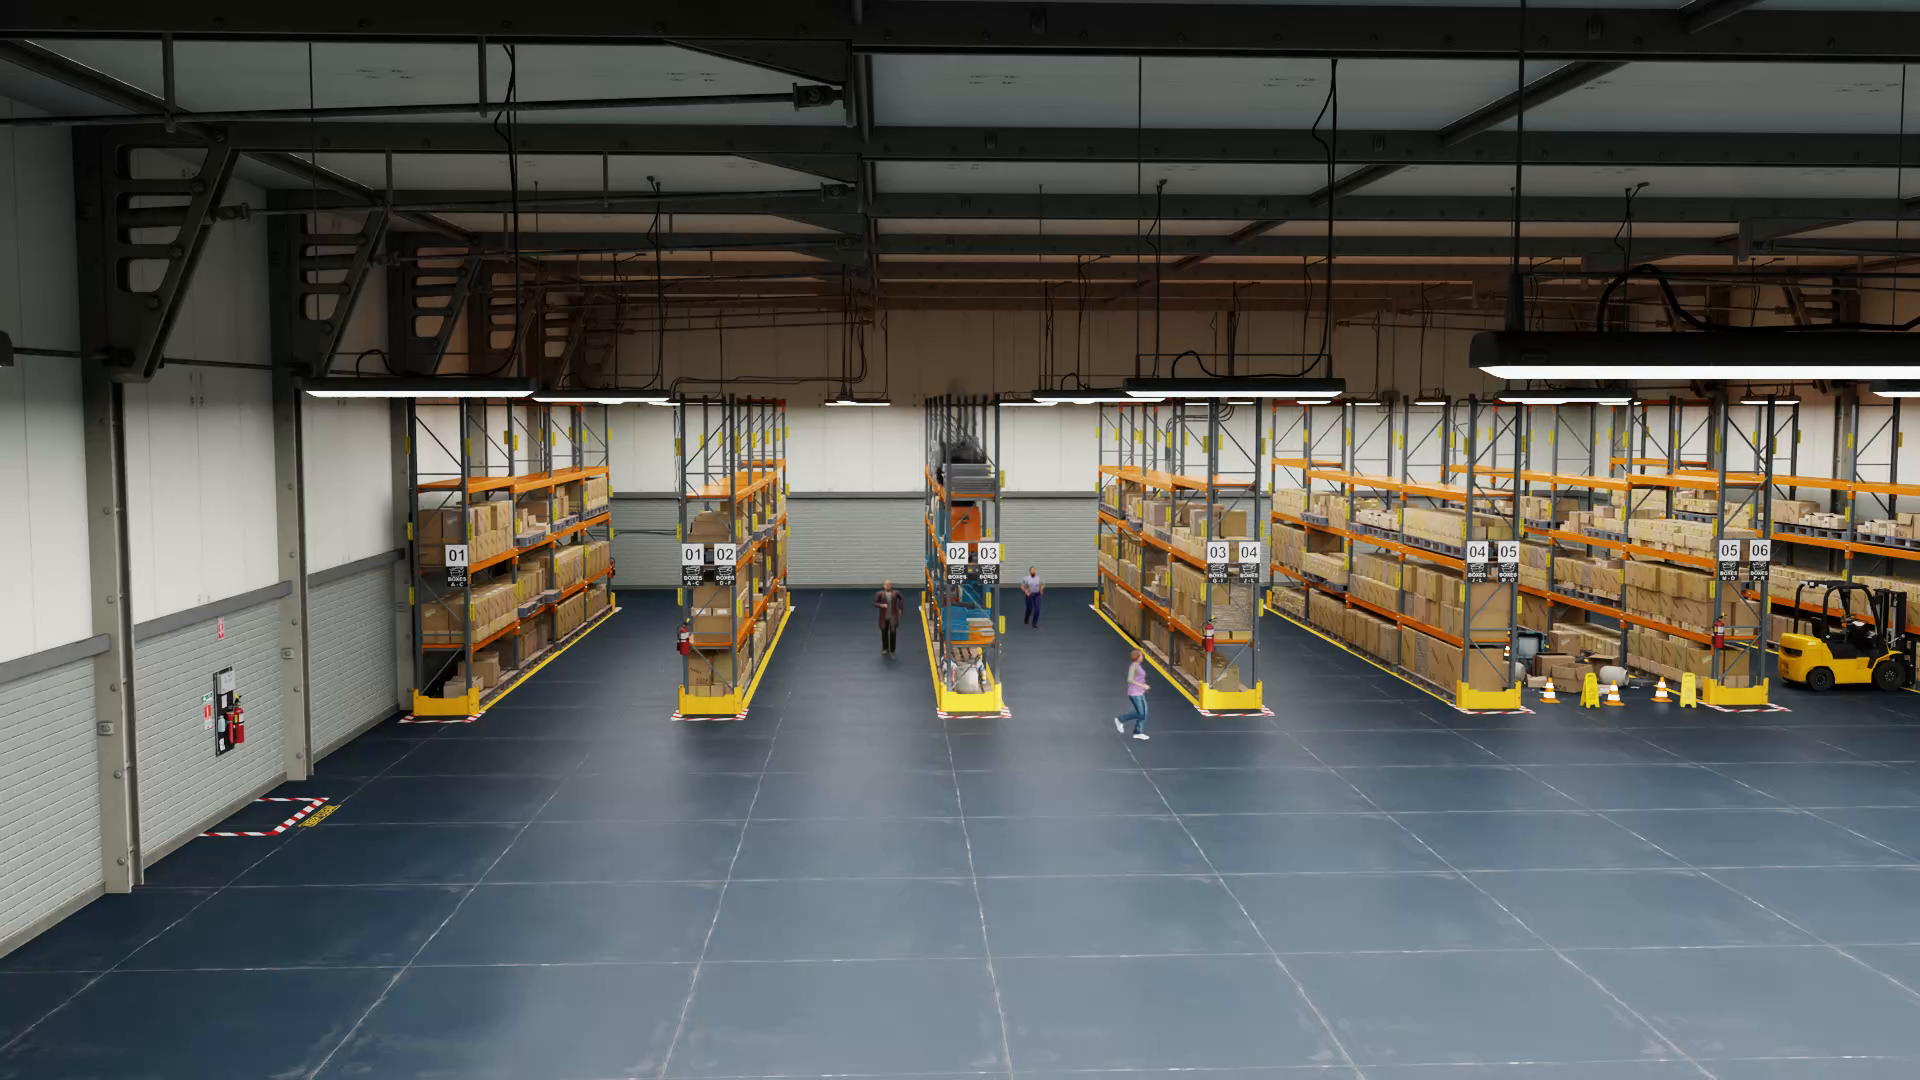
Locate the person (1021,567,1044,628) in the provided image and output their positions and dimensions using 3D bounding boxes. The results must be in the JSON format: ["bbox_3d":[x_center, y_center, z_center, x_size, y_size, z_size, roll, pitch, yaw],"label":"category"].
[{"bbox_3d":[1.905,1.496,43.512,0.605,1.581,0.578,-1,5,-13],"label":"person"}]

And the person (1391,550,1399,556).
[{"bbox_3d":[12.721,0.935,49.318,0.705,1.824,0.632,-1,5,-10],"label":"person"}]

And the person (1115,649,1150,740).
[{"bbox_3d":[3.011,2.669,28.812,0.625,1.559,0.542,2,5,19],"label":"person"}]

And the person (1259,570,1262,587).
[{"bbox_3d":[7.817,1.289,44.839,0.669,1.789,0.988,0,5,0],"label":"person"}]

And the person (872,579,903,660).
[{"bbox_3d":[-1.657,1.827,38.168,0.708,1.857,0.838,0,5,-3],"label":"person"}]
